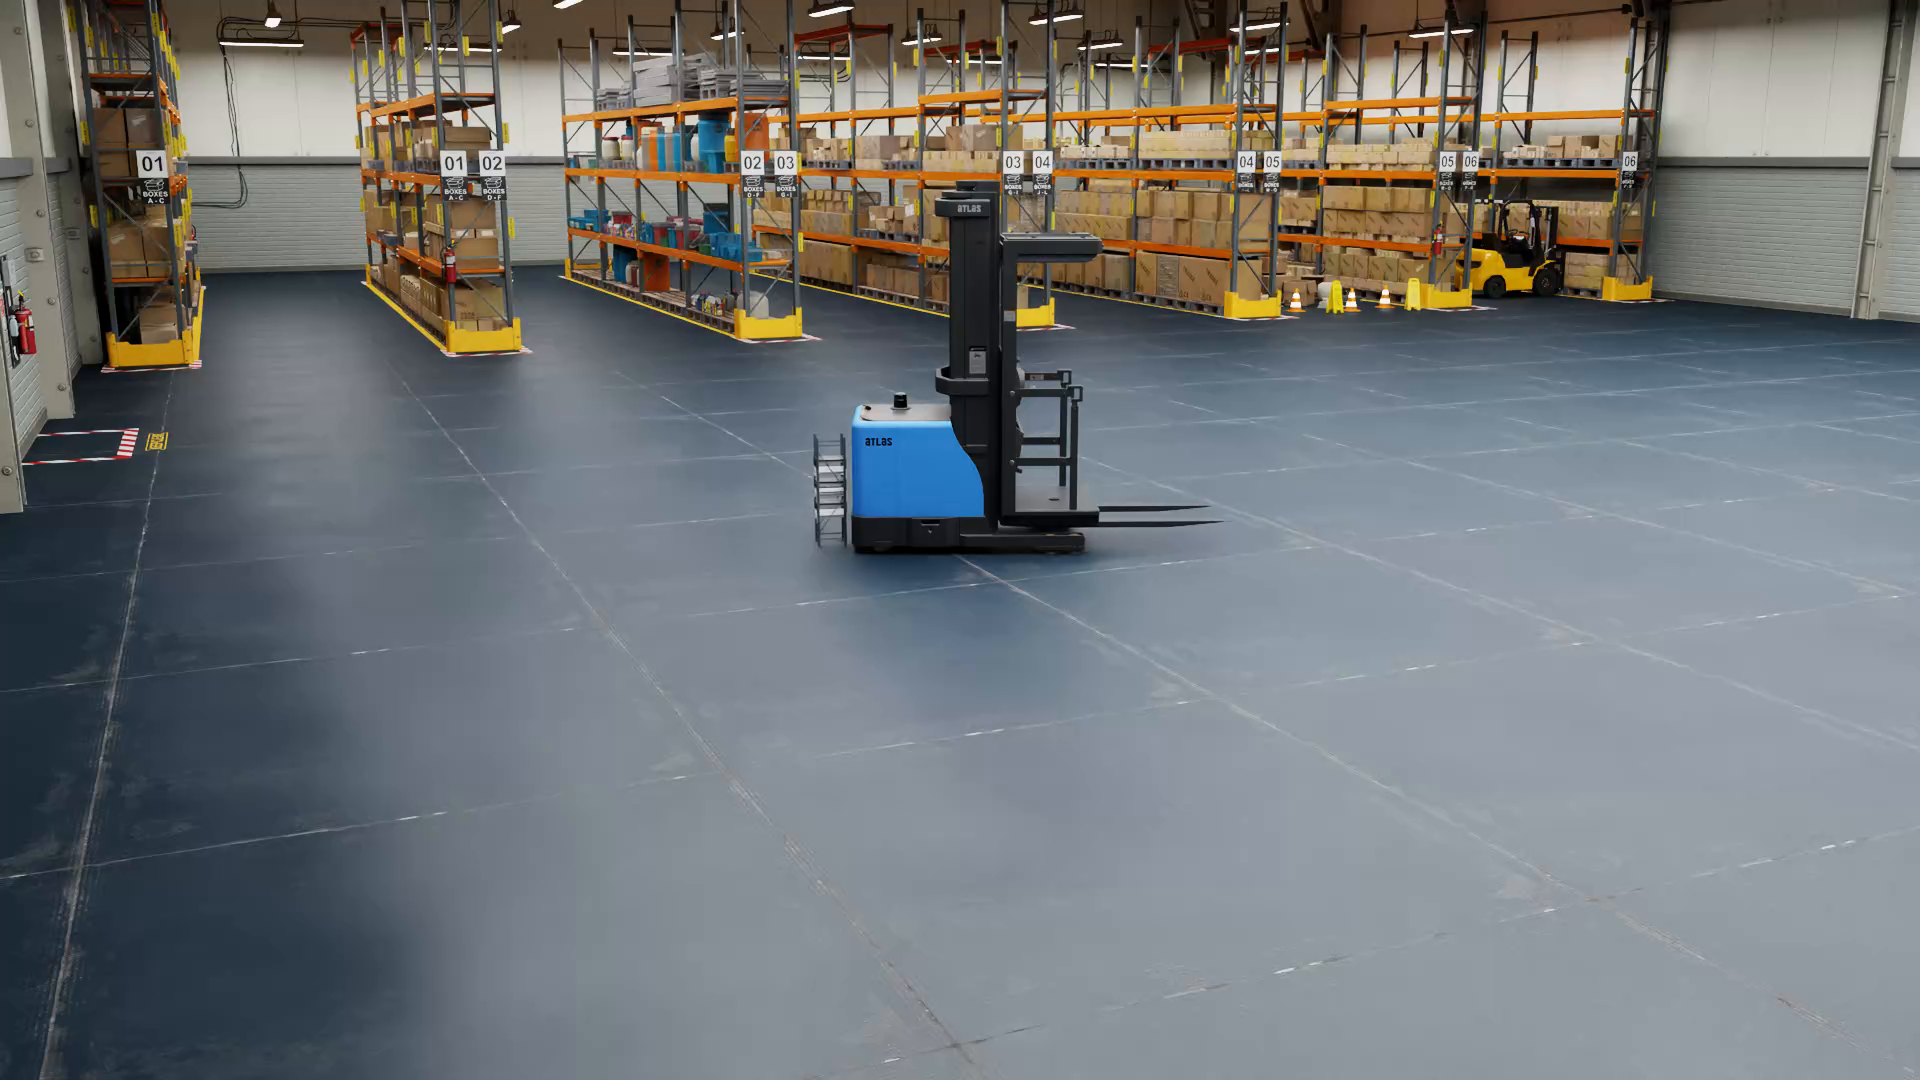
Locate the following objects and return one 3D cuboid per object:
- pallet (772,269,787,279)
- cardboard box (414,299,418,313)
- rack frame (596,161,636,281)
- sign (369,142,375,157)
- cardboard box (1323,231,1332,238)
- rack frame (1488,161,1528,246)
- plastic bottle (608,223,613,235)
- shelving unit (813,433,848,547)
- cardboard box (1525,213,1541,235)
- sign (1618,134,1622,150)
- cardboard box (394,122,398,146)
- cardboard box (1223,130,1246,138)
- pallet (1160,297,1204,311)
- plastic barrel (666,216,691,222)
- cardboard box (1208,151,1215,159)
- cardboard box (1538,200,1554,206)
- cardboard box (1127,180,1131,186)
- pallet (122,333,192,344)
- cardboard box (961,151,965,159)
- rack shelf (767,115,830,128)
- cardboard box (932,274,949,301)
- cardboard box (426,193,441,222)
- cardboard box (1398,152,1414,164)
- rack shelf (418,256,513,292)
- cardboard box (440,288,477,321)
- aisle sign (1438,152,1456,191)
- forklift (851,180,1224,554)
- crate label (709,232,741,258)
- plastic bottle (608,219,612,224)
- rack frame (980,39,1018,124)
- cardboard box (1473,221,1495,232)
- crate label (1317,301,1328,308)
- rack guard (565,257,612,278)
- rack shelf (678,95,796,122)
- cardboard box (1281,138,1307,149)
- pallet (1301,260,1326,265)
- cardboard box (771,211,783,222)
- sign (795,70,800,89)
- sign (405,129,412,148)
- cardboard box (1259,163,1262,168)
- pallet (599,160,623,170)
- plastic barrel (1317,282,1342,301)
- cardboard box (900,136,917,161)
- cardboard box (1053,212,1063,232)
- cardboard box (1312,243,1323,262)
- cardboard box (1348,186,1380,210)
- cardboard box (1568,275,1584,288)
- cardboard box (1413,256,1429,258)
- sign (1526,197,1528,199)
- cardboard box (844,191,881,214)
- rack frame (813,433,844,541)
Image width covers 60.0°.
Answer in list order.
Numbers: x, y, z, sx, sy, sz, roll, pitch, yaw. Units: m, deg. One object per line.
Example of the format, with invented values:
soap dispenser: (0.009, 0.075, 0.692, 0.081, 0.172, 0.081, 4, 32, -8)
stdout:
pallet: (-4.306, -7.033, 43.787, 1.003, 0.211, 1.213, -6, 14, -23)
cardboard box: (-10.087, -4.457, 31.641, 0.500, 0.250, 0.500, -6, 14, -24)
rack frame: (-8.119, -7.527, 39.740, 1.000, 3.000, 0.127, -6, 14, -23)
sign: (-13.153, -8.743, 37.195, 0.100, 0.325, 0.005, -6, 14, -23)
cardboard box: (8.537, -7.000, 38.021, 0.380, 0.149, 0.250, -6, 14, -23)
rack frame: (13.251, -7.666, 40.340, 1.000, 3.000, 0.127, -6, 14, -23)
plastic bottle: (-8.136, -7.261, 38.866, 0.152, 0.276, 0.135, -6, 14, -23)
shelving unit: (-1.064, -0.409, 13.640, 0.258, 0.900, 0.210, -2, 13, -10)
cardboard box: (13.617, -7.389, 38.920, 0.500, 0.500, 0.500, -6, 14, -24)
sign: (14.350, -8.648, 36.140, 0.100, 0.325, 0.005, -6, 14, -23)
cardboard box: (-11.634, -8.553, 35.080, 0.500, 0.500, 0.500, -6, 14, -23)
cardboard box: (5.366, -7.942, 32.516, 0.380, 0.149, 0.250, -5, 14, -22)
pallet: (4.935, -4.974, 34.892, 1.003, 0.211, 1.213, -6, 14, -23)
plastic barrel: (-6.053, -6.699, 35.858, 0.600, 0.536, 0.708, -6, 14, -23)
cardboard box: (5.164, -7.658, 33.057, 0.380, 0.149, 0.250, -5, 14, -22)
cardboard box: (13.695, -7.824, 38.702, 0.380, 0.149, 0.250, -6, 14, -23)
cardboard box: (4.870, -9.924, 46.217, 0.380, 0.149, 0.250, -6, 14, -23)
pallet: (-13.198, -3.233, 27.370, 1.003, 0.211, 1.213, -6, 14, -23)
cardboard box: (0.248, -7.437, 32.148, 0.380, 0.149, 0.250, -6, 15, -26)
rack shelf: (-4.382, -10.765, 42.908, 1.077, 0.370, 4.000, -6, 14, -23)
cardboard box: (-0.252, -5.222, 34.394, 0.500, 0.500, 0.500, -6, 14, -25)
cardboard box: (-9.271, -6.017, 30.118, 0.700, 0.500, 0.500, -6, 14, -23)
cardboard box: (9.667, -8.110, 35.280, 0.500, 0.250, 0.500, -6, 14, -24)
rack shelf: (-8.653, -4.664, 28.965, 1.077, 0.370, 4.000, -6, 14, -23)
cardboard box: (-8.339, -3.916, 27.639, 0.500, 0.500, 0.500, -6, 14, -23)
aisle sign: (10.066, -7.618, 34.367, 0.394, 0.787, 0.004, -6, 14, -23)
forklift: (0.629, -1.431, 13.554, 3.031, 2.935, 1.130, 0, 13, -1)
crate label: (-4.297, -5.421, 30.562, 0.502, 0.435, 0.616, -6, 14, -23)
plastic bottle: (-8.258, -7.393, 39.269, 0.144, 0.351, 0.185, -6, 14, -23)
rack frame: (1.005, -11.324, 42.842, 1.000, 3.000, 0.127, -6, 14, -23)
cardboard box: (12.809, -7.673, 40.704, 0.500, 0.250, 0.500, -5, 14, -22)
crate label: (7.700, -4.954, 34.973, 0.298, 0.136, 0.250, 9, 16, 35)
rack guard: (-9.742, -7.140, 43.609, 1.175, 0.500, 0.348, -6, 14, -23)
rack shelf: (-4.113, -7.839, 30.263, 1.077, 0.370, 4.000, -6, 14, -23)
cardboard box: (7.926, -9.370, 39.344, 0.500, 0.250, 0.500, -5, 14, -22)
pallet: (10.407, -7.795, 47.084, 1.003, 0.211, 1.213, -6, 14, -23)
cardboard box: (-4.612, -8.431, 43.318, 0.500, 0.250, 0.500, -6, 14, -24)
sign: (-2.806, -7.918, 28.586, 0.100, 0.325, 0.005, -6, 14, -23)
sign: (-9.947, -7.243, 30.017, 0.100, 0.325, 0.005, -6, 14, -23)
cardboard box: (7.473, -9.357, 40.770, 0.700, 0.500, 0.500, -6, 14, -23)
pallet: (-7.715, -8.743, 38.762, 1.213, 0.211, 1.003, -6, 14, -23)
plastic barrel: (8.092, -5.425, 36.372, 0.512, 0.421, 0.421, 4, 14, 16)
cardboard box: (-0.852, -8.339, 35.433, 0.797, 0.503, 0.637, -5, 14, -21)
cardboard box: (2.539, -7.507, 39.430, 0.500, 0.500, 0.500, -5, 14, -22)
cardboard box: (10.256, -8.076, 46.724, 0.500, 0.500, 0.500, -6, 14, -24)
cardboard box: (9.043, -7.573, 36.841, 0.700, 0.500, 0.500, -6, 14, -24)
cardboard box: (14.185, -5.877, 37.775, 0.500, 0.250, 0.500, -6, 14, -23)
cardboard box: (10.013, -5.925, 36.321, 0.500, 0.500, 0.500, -6, 14, -25)
sign: (13.759, -8.177, 40.451, 0.100, 0.325, 0.005, -6, 14, -23)
cardboard box: (-2.256, -7.838, 38.637, 0.797, 0.503, 0.637, -5, 14, -21)
rack frame: (-1.081, -0.431, 13.737, 0.240, 0.900, 0.006, -2, 13, -10)
